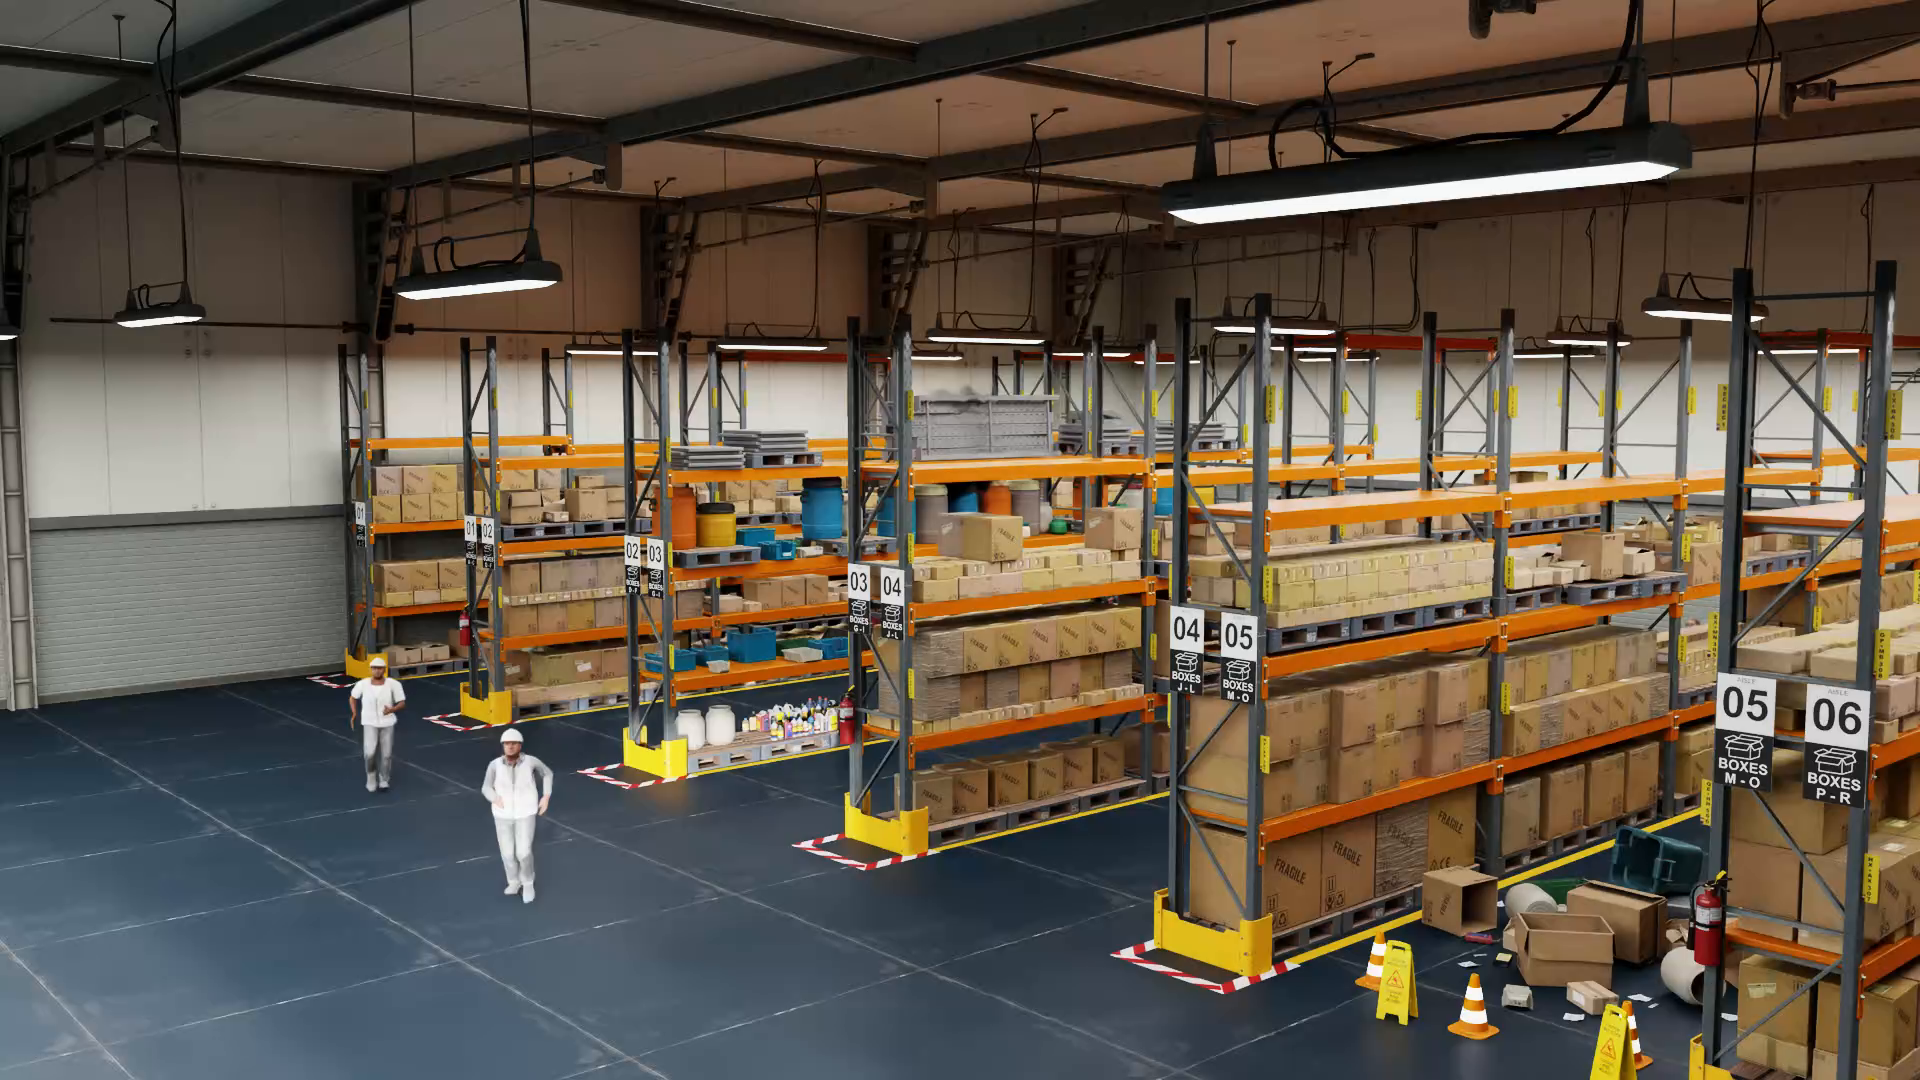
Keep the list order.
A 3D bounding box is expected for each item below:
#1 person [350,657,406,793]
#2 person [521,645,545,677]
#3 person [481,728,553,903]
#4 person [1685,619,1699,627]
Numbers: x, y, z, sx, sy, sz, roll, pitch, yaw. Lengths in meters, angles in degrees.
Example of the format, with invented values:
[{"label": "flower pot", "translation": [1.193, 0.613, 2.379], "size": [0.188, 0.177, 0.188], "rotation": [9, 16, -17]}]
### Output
[{"label": "person", "translation": [-7.467, 2.375, 21.337], "size": [0.686, 1.739, 0.667], "rotation": [-2, 5, -18]}, {"label": "person", "translation": [-7.247, 1.713, 28.591], "size": [0.643, 1.846, 0.767], "rotation": [5, 7, 41]}, {"label": "person", "translation": [-4.480, 2.798, 16.802], "size": [0.676, 1.803, 0.703], "rotation": [-1, 5, -7]}, {"label": "person", "translation": [11.257, 2.055, 25.561], "size": [0.800, 1.699, 0.672], "rotation": [-4, 6, -38]}]
